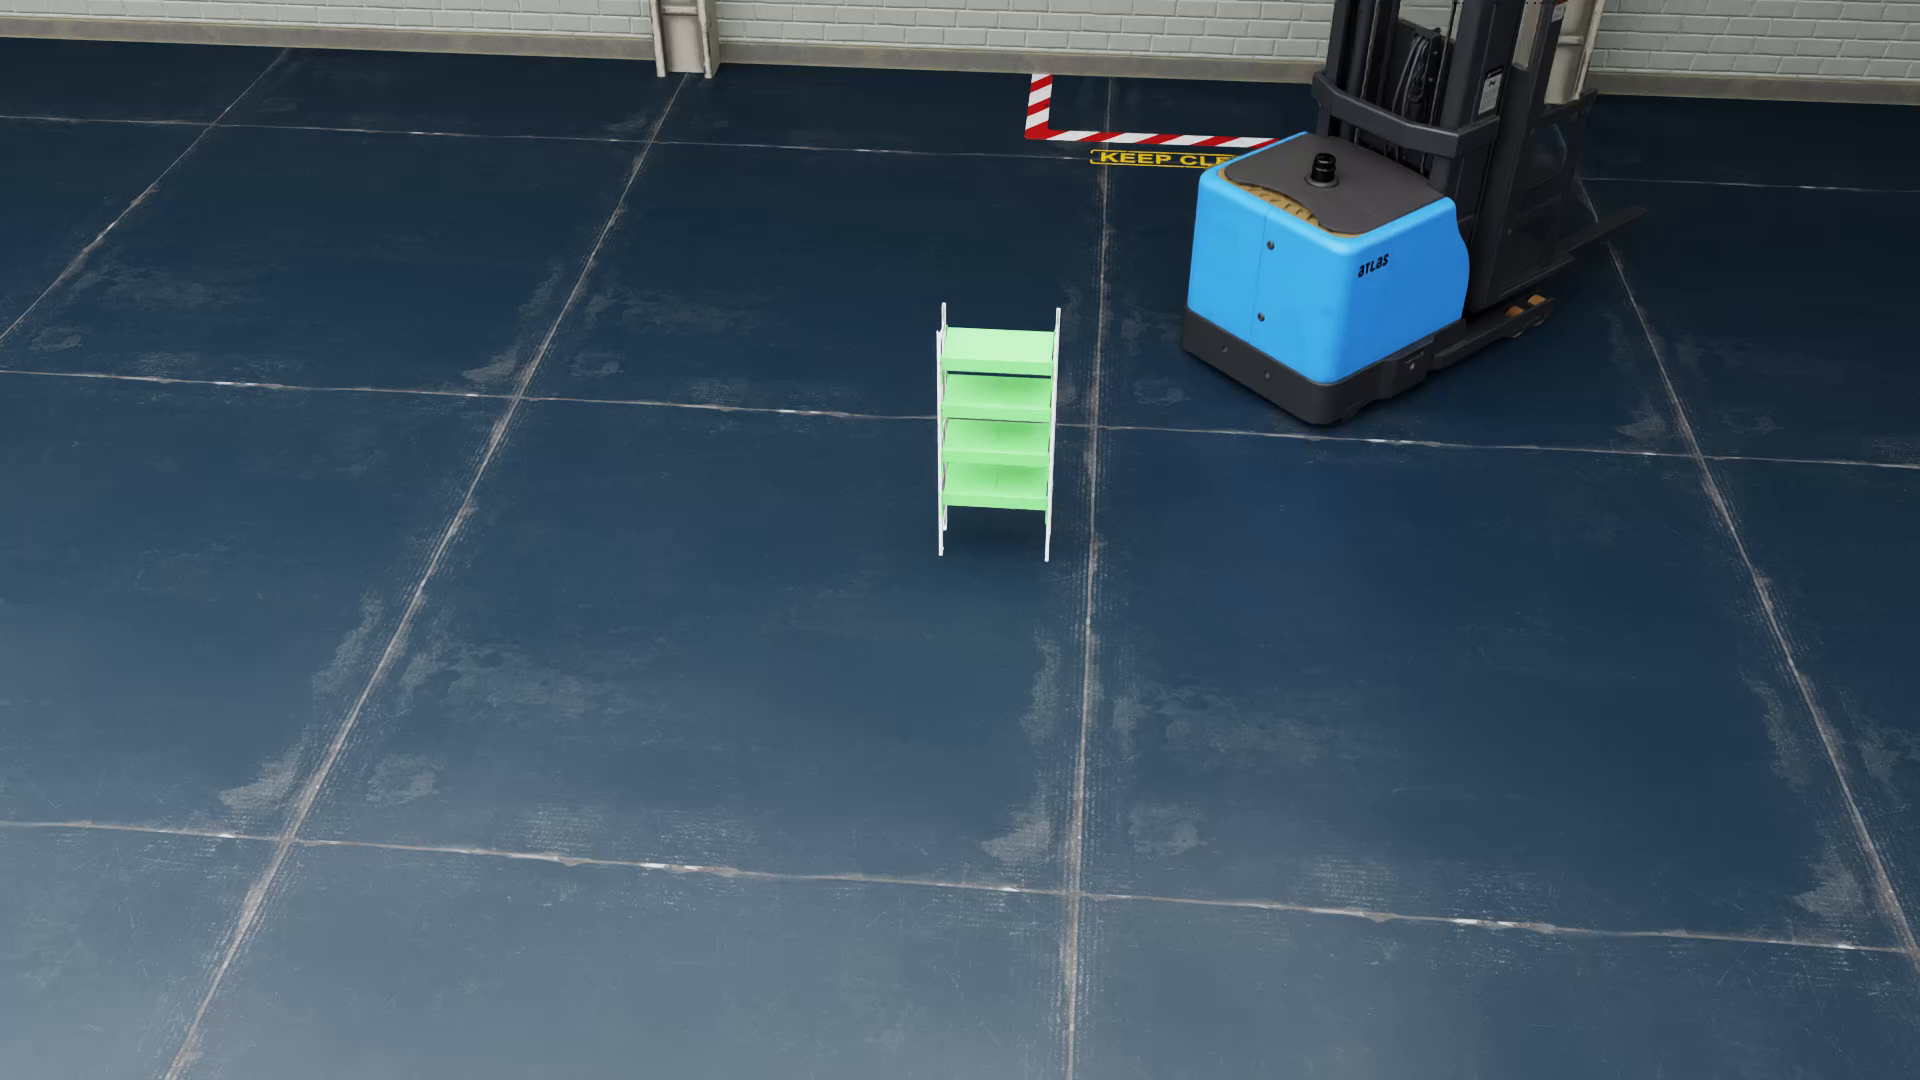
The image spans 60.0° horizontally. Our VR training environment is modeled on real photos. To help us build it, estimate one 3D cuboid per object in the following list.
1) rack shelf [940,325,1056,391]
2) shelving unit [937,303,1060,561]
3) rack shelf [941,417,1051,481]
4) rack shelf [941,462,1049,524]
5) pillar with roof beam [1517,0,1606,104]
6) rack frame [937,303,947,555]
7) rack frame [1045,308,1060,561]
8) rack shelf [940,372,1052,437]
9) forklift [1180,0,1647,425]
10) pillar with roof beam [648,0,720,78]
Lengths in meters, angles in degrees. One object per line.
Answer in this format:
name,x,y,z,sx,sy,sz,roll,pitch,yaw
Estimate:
rack shelf,0.165,-0.779,7.097,0.480,0.148,0.258,3,39,4
shelving unit,0.165,-0.456,7.360,0.503,1.200,0.258,3,39,4
rack shelf,0.165,-0.407,7.400,0.480,0.148,0.258,3,39,4
rack shelf,0.165,-0.221,7.552,0.480,0.148,0.258,3,39,4
pillar with roof beam,3.671,-3.830,5.326,0.400,9.000,9.100,3,39,4
rack frame,-0.078,-0.470,7.376,0.015,1.200,0.240,3,39,4
rack frame,0.408,-0.443,7.344,0.015,1.200,0.240,3,39,4
rack shelf,0.165,-0.593,7.249,0.480,0.148,0.258,3,39,4
forklift,2.654,-2.484,8.480,3.031,2.935,1.130,-27,46,-29
pillar with roof beam,-2.307,-4.156,5.728,0.400,9.000,9.100,3,39,4
